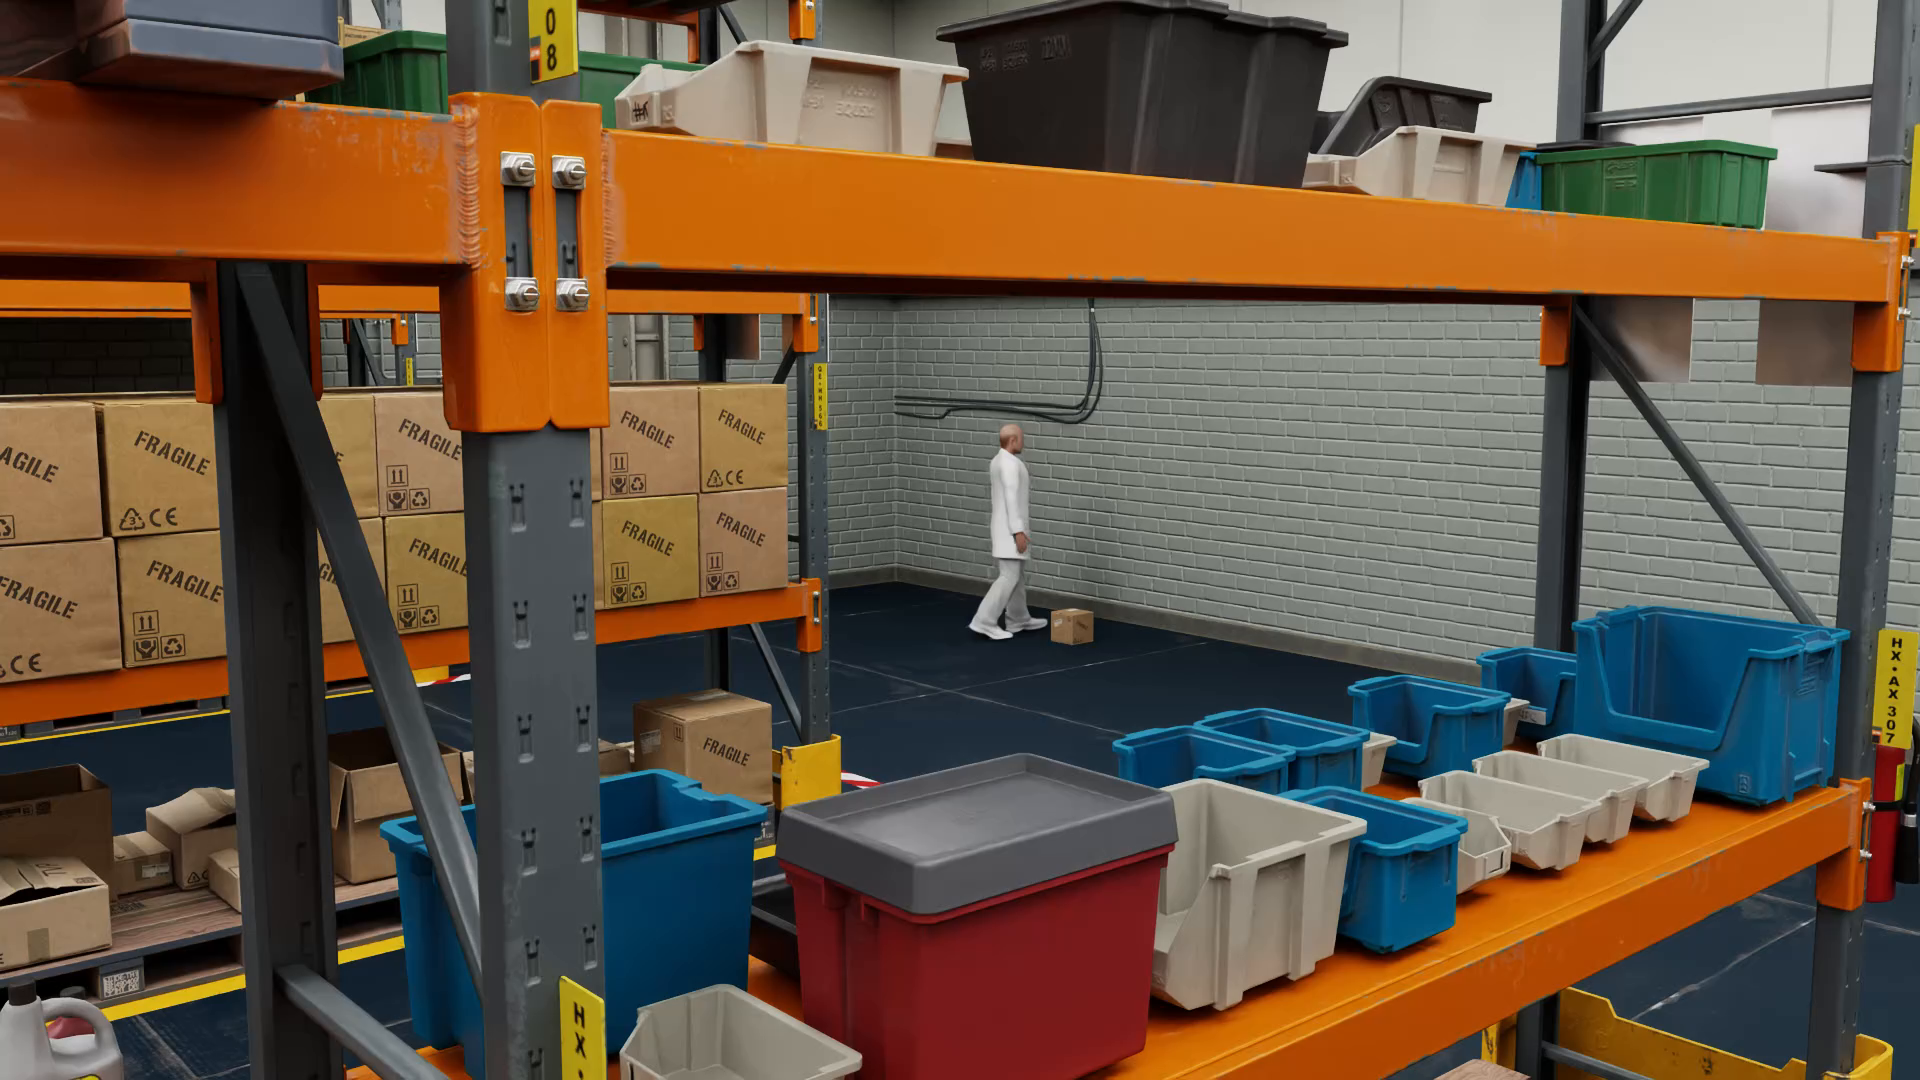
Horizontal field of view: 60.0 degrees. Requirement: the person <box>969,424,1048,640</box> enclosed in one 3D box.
[{"bbox_3d":[0.415,-0.073,13.926,0.737,1.792,0.651,-1,7,-10],"label":"person"}]
